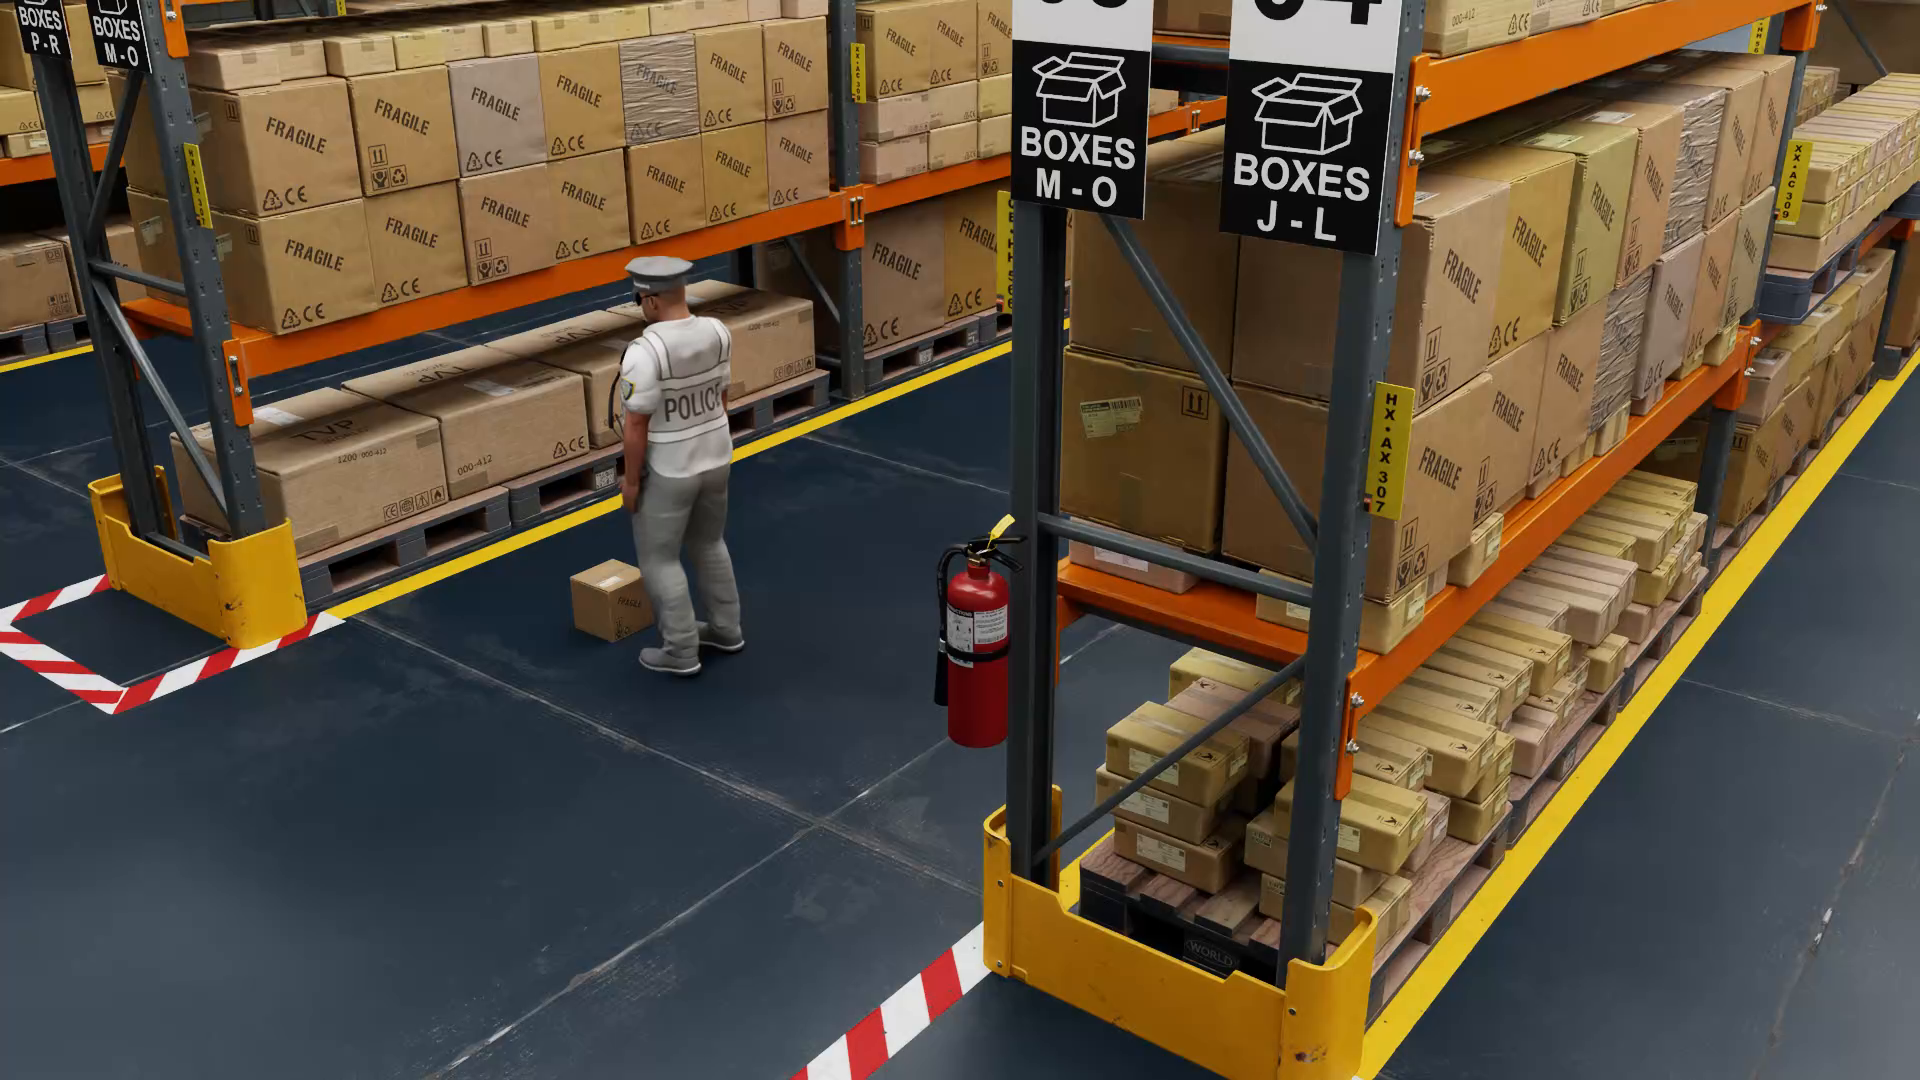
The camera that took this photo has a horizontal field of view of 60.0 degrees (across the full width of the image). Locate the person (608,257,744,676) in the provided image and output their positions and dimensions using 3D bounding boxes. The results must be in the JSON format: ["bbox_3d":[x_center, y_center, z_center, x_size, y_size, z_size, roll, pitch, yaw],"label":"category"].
[{"bbox_3d":[-1.163,-0.290,6.792,0.392,1.751,0.529,17,29,34],"label":"person"}]
